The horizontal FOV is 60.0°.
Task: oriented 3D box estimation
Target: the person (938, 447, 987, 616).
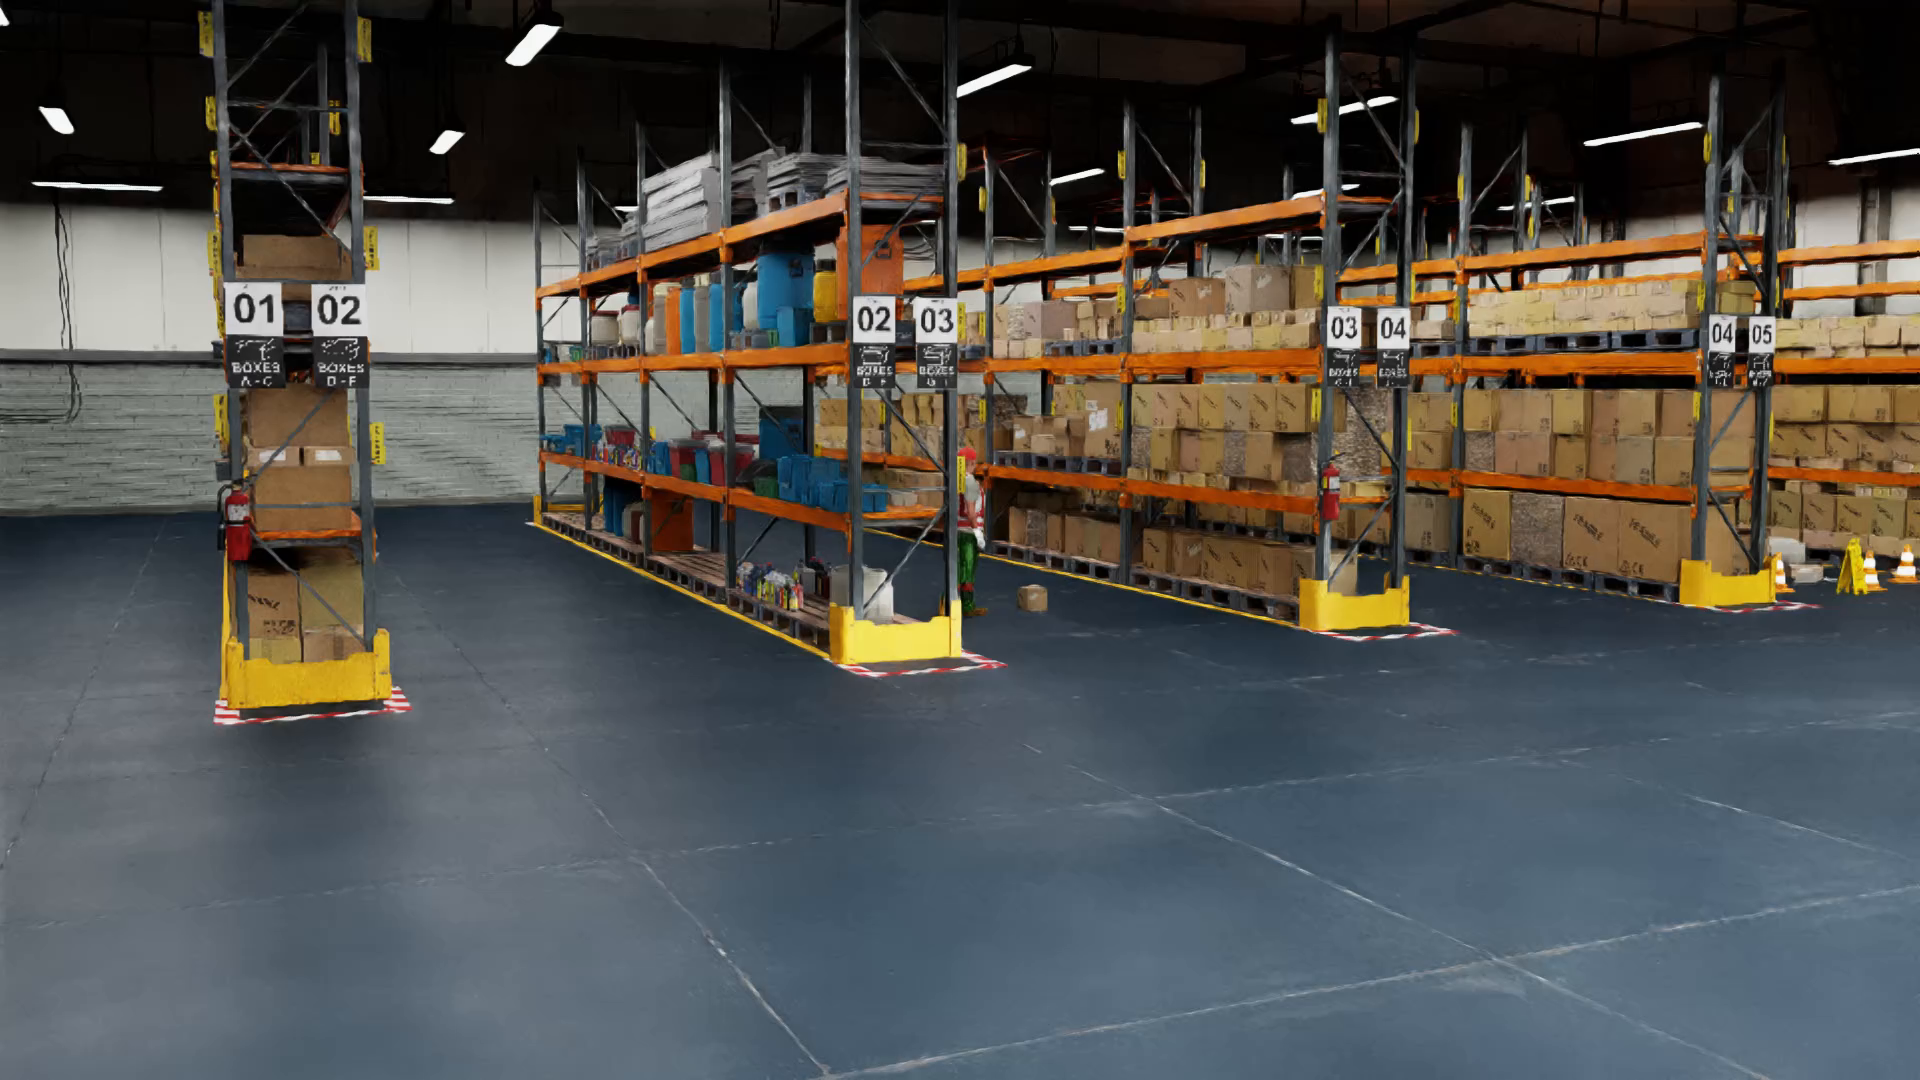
[{"bbox_3d":[0.032,-0.077,17.435,0.601,1.791,0.729,-1,5,-12],"label":"person"}]
